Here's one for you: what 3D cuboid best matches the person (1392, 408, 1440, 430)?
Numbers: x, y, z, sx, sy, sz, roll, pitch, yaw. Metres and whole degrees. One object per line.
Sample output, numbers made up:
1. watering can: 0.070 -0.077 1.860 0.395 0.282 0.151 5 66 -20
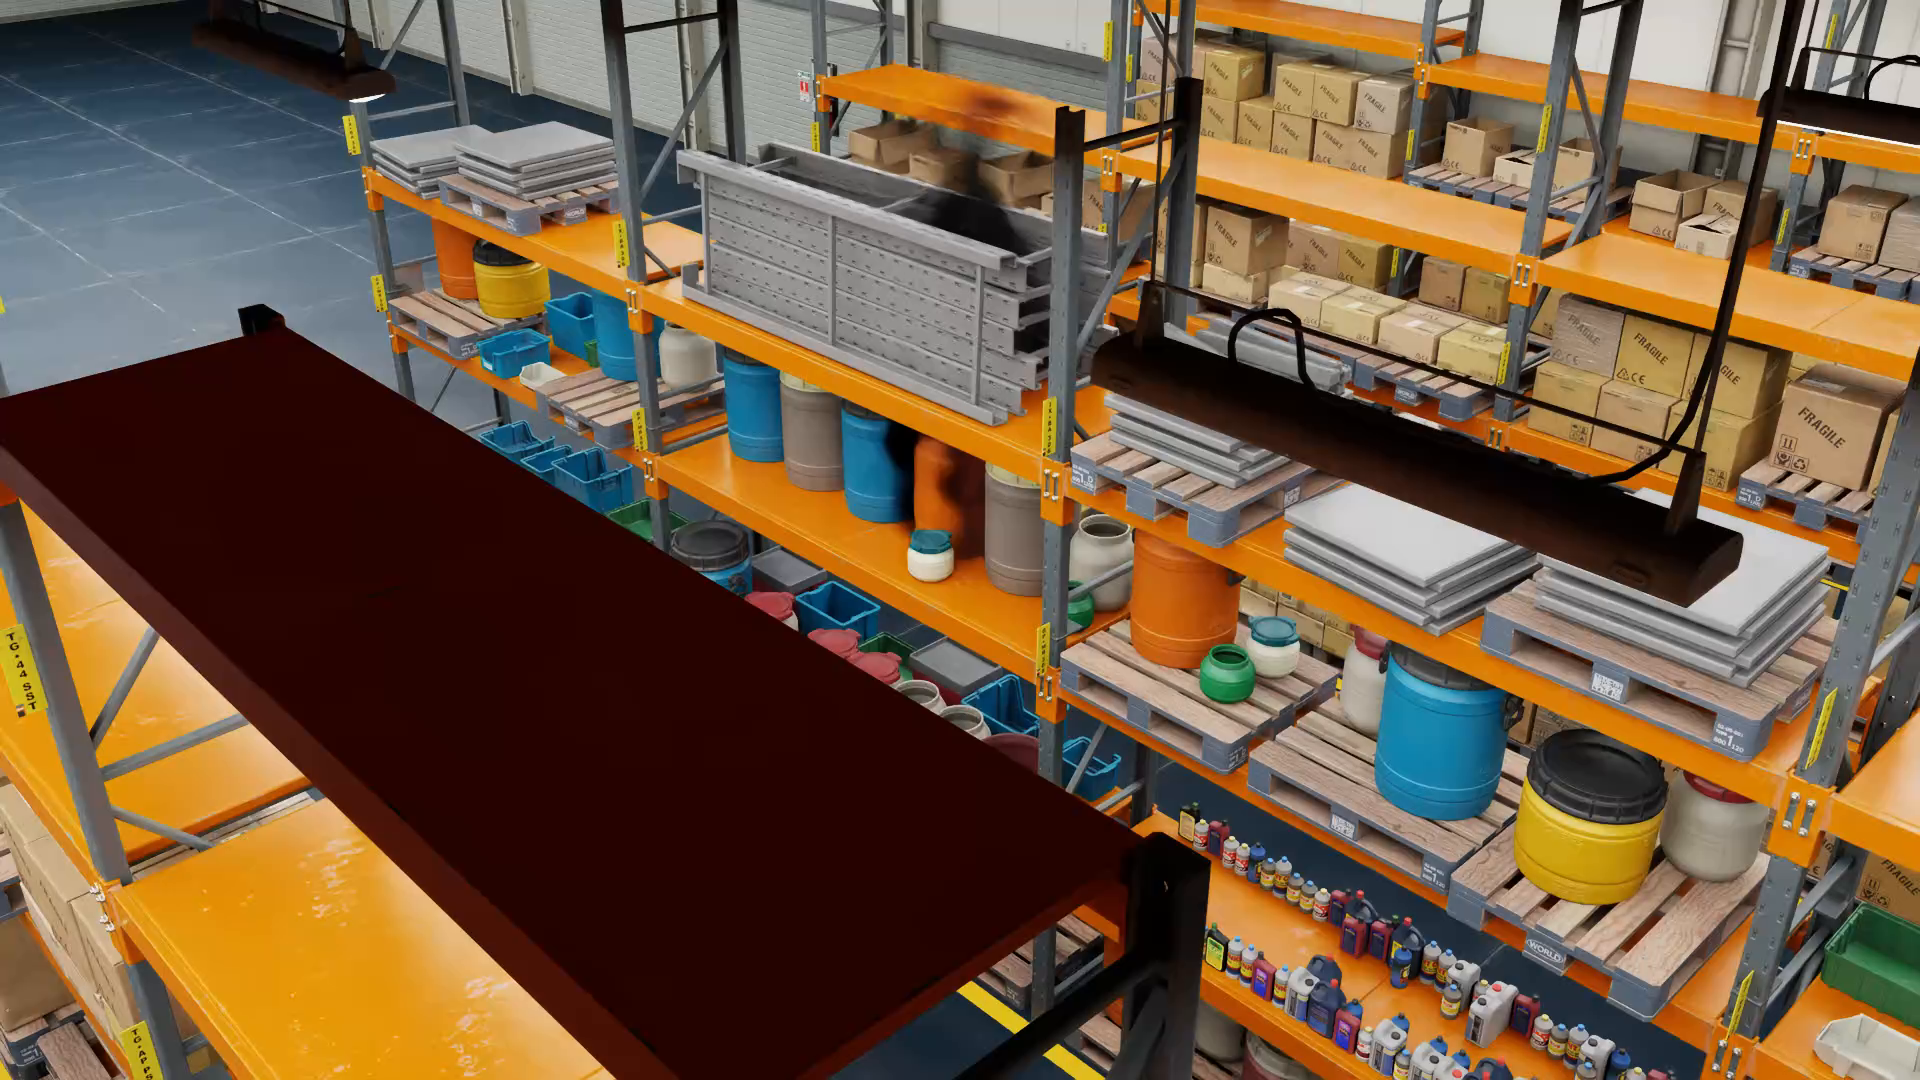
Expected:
1. person: 4.213 -0.632 16.130 0.705 1.802 1.046 -23 36 -36
